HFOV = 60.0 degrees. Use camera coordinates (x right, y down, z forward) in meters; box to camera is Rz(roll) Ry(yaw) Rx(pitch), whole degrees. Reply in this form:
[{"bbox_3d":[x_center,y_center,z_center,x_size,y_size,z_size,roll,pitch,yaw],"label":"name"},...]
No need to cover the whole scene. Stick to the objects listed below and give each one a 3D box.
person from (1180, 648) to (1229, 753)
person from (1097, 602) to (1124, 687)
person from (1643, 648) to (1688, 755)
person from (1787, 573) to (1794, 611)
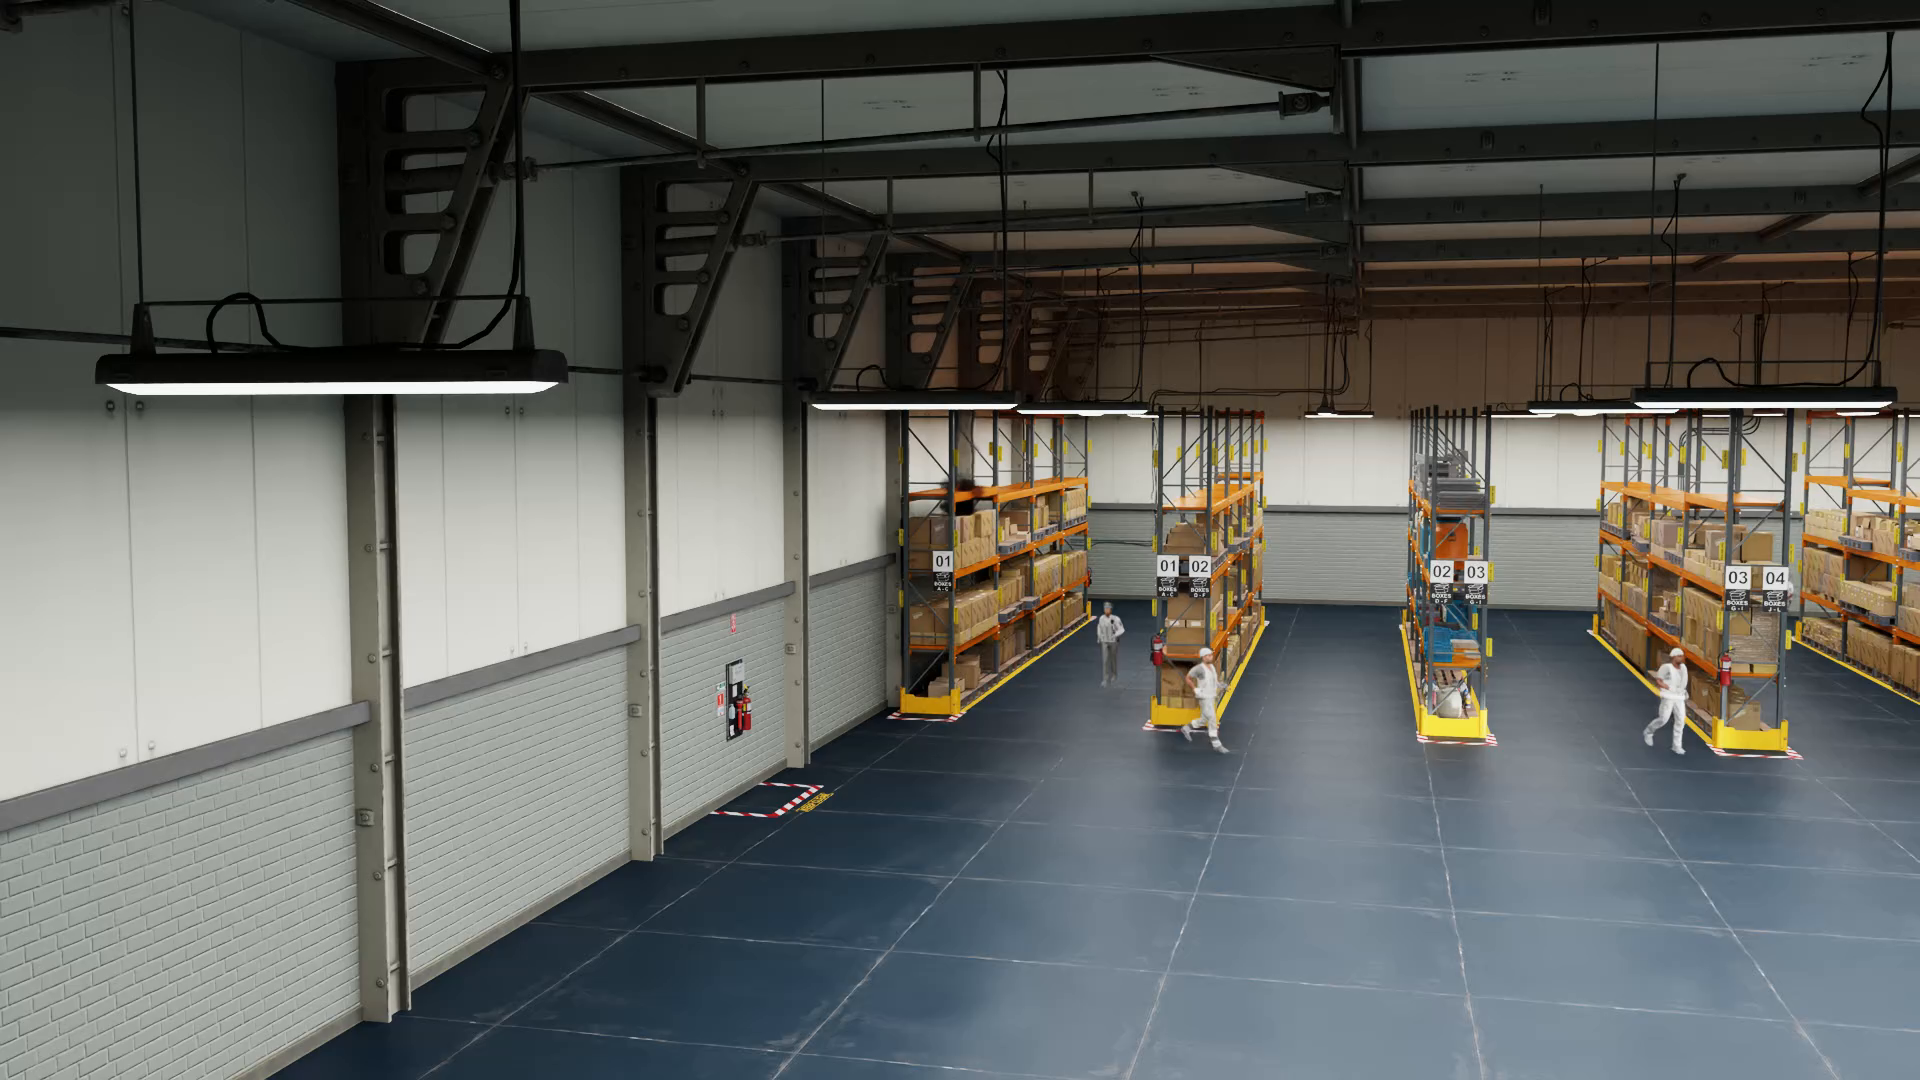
[{"bbox_3d":[4.248,2.758,28.842,0.972,1.792,0.656,3,5,35],"label":"person"},{"bbox_3d":[3.088,2.125,34.244,0.608,1.719,0.774,1,4,20],"label":"person"},{"bbox_3d":[12.376,2.767,28.890,0.735,1.786,0.851,-1,4,-18],"label":"person"},{"bbox_3d":[22.217,1.670,44.933,0.550,1.633,0.577,-2,5,-31],"label":"person"}]
